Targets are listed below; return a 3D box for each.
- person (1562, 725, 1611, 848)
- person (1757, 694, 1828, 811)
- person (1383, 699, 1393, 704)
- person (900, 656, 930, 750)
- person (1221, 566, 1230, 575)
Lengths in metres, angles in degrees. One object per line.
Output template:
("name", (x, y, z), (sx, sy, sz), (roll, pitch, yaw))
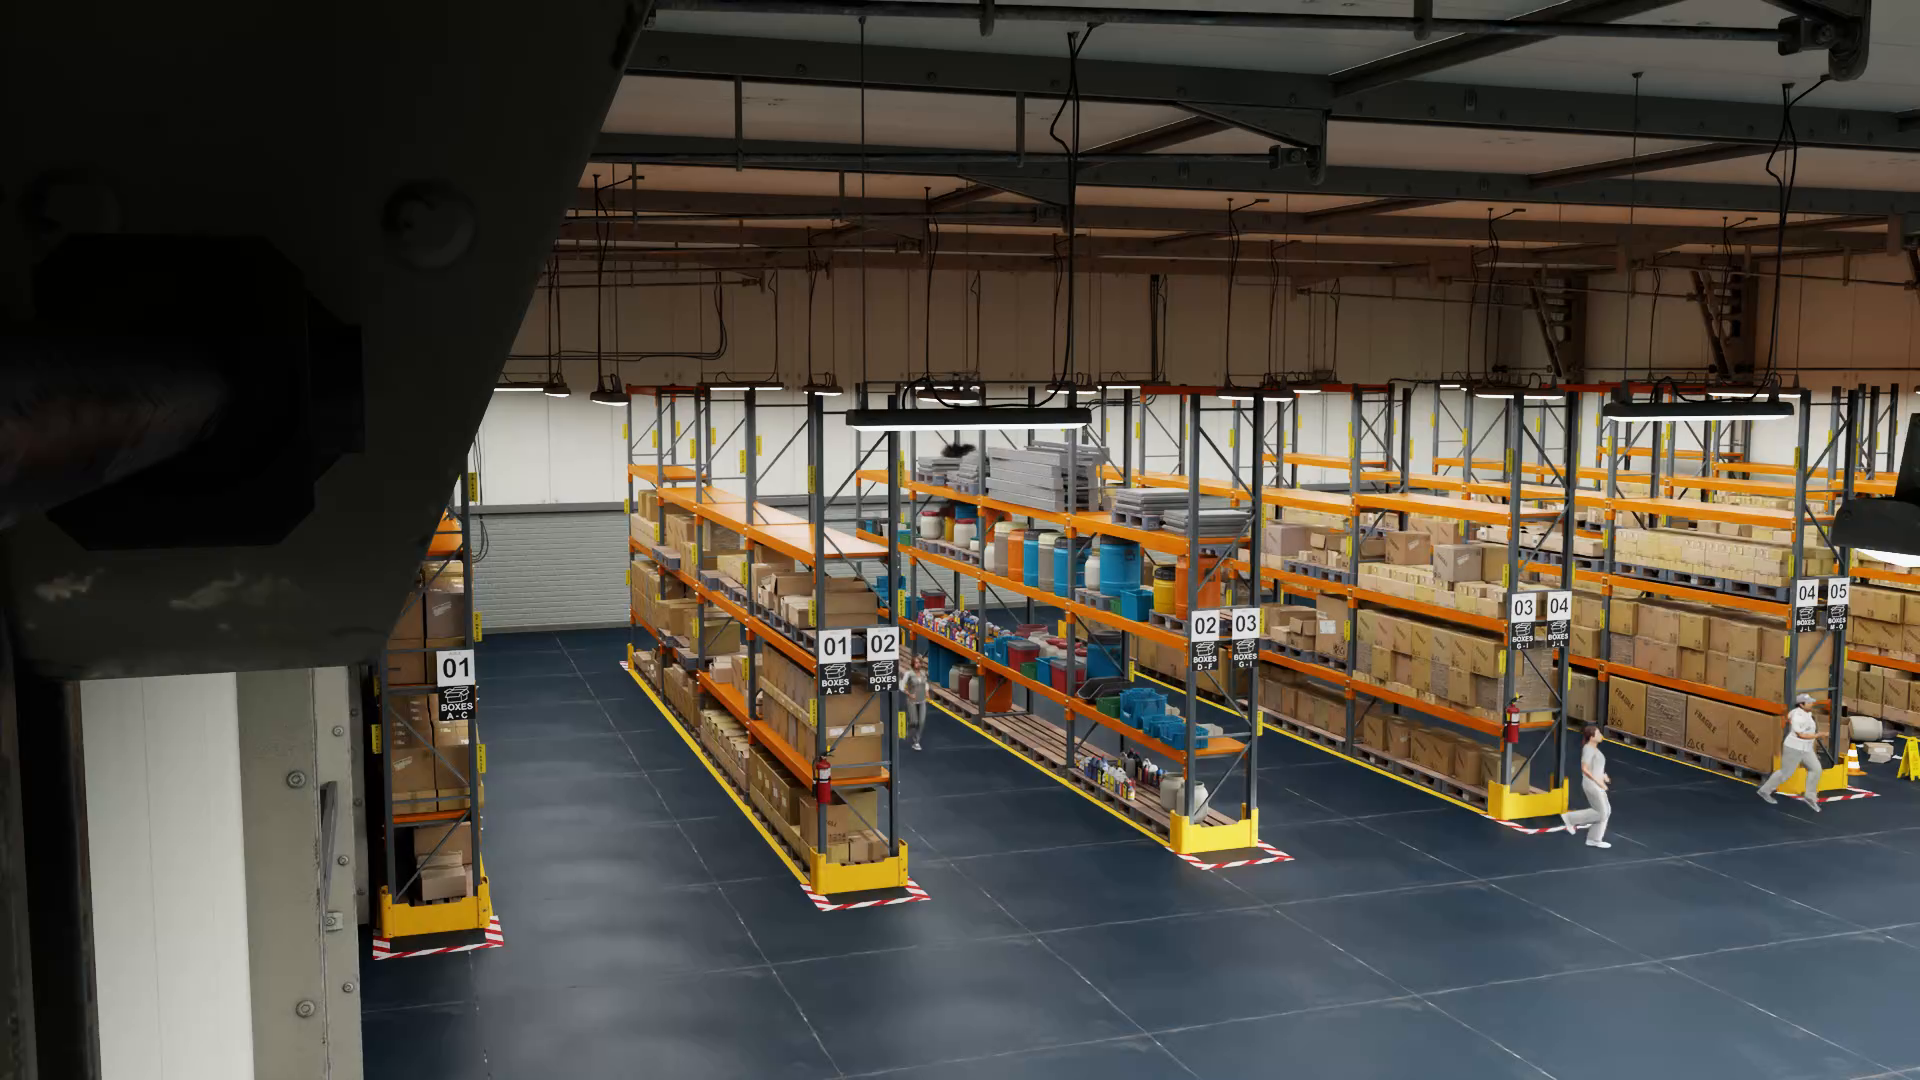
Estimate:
("person", (8.330, 3.254, 22.054), (0.623, 1.628, 0.565), (3, 6, 23))
("person", (12.026, 3.044, 23.954), (0.878, 1.716, 0.613), (5, 8, 39))
("person", (8.106, 2.232, 31.435), (0.760, 1.721, 0.557), (-3, 7, -29))
("person", (-0.749, 2.701, 27.699), (0.534, 1.553, 0.557), (-3, 7, -29))
("person", (6.523, 1.278, 41.079), (1.109, 1.619, 0.751), (-1, 6, -11))
